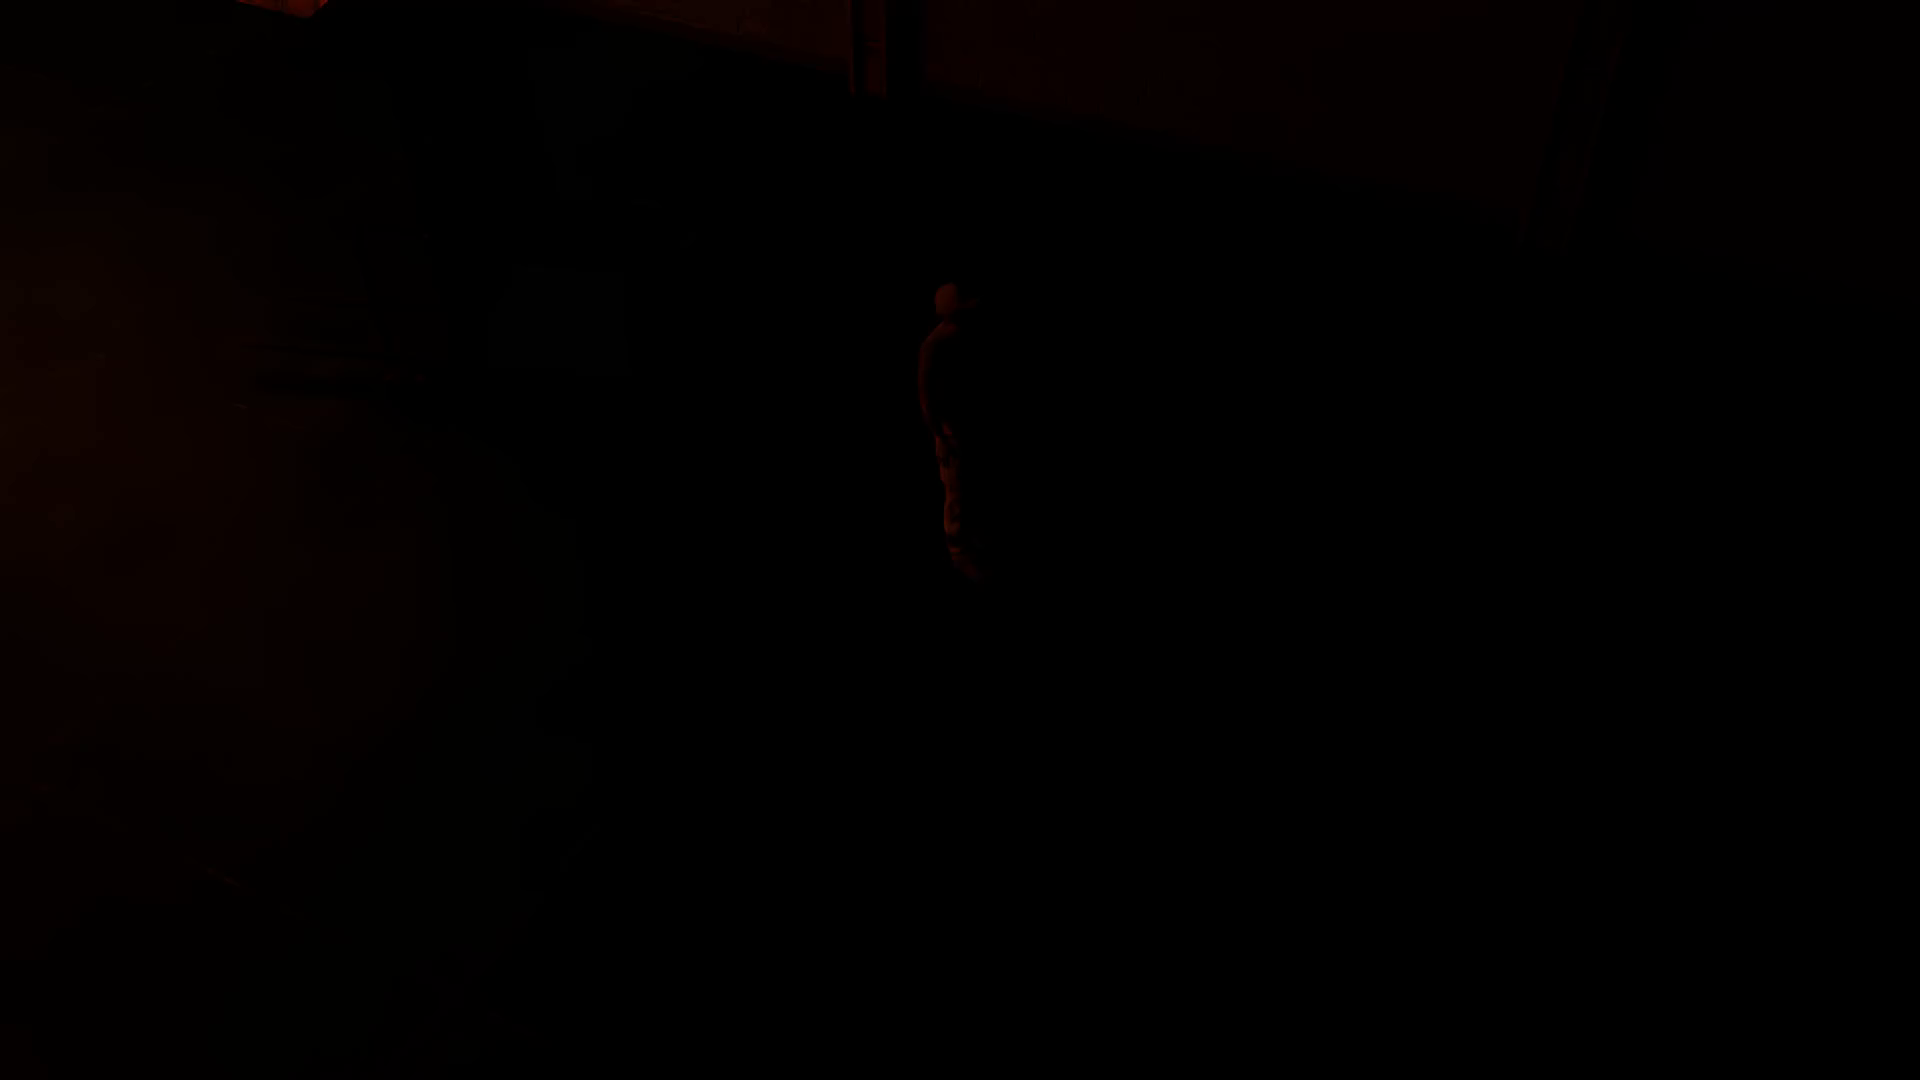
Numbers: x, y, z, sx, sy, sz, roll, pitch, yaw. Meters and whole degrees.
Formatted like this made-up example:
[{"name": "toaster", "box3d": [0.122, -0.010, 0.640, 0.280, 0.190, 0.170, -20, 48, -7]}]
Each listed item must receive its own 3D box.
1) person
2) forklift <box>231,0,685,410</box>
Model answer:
[{"name": "person", "box3d": [0.068, -0.657, 9.646, 0.559, 1.783, 0.637, 18, 43, 21]}, {"name": "forklift", "box3d": [-3.529, -2.419, 10.859, 3.031, 2.935, 1.130, 5, 40, 6]}]
